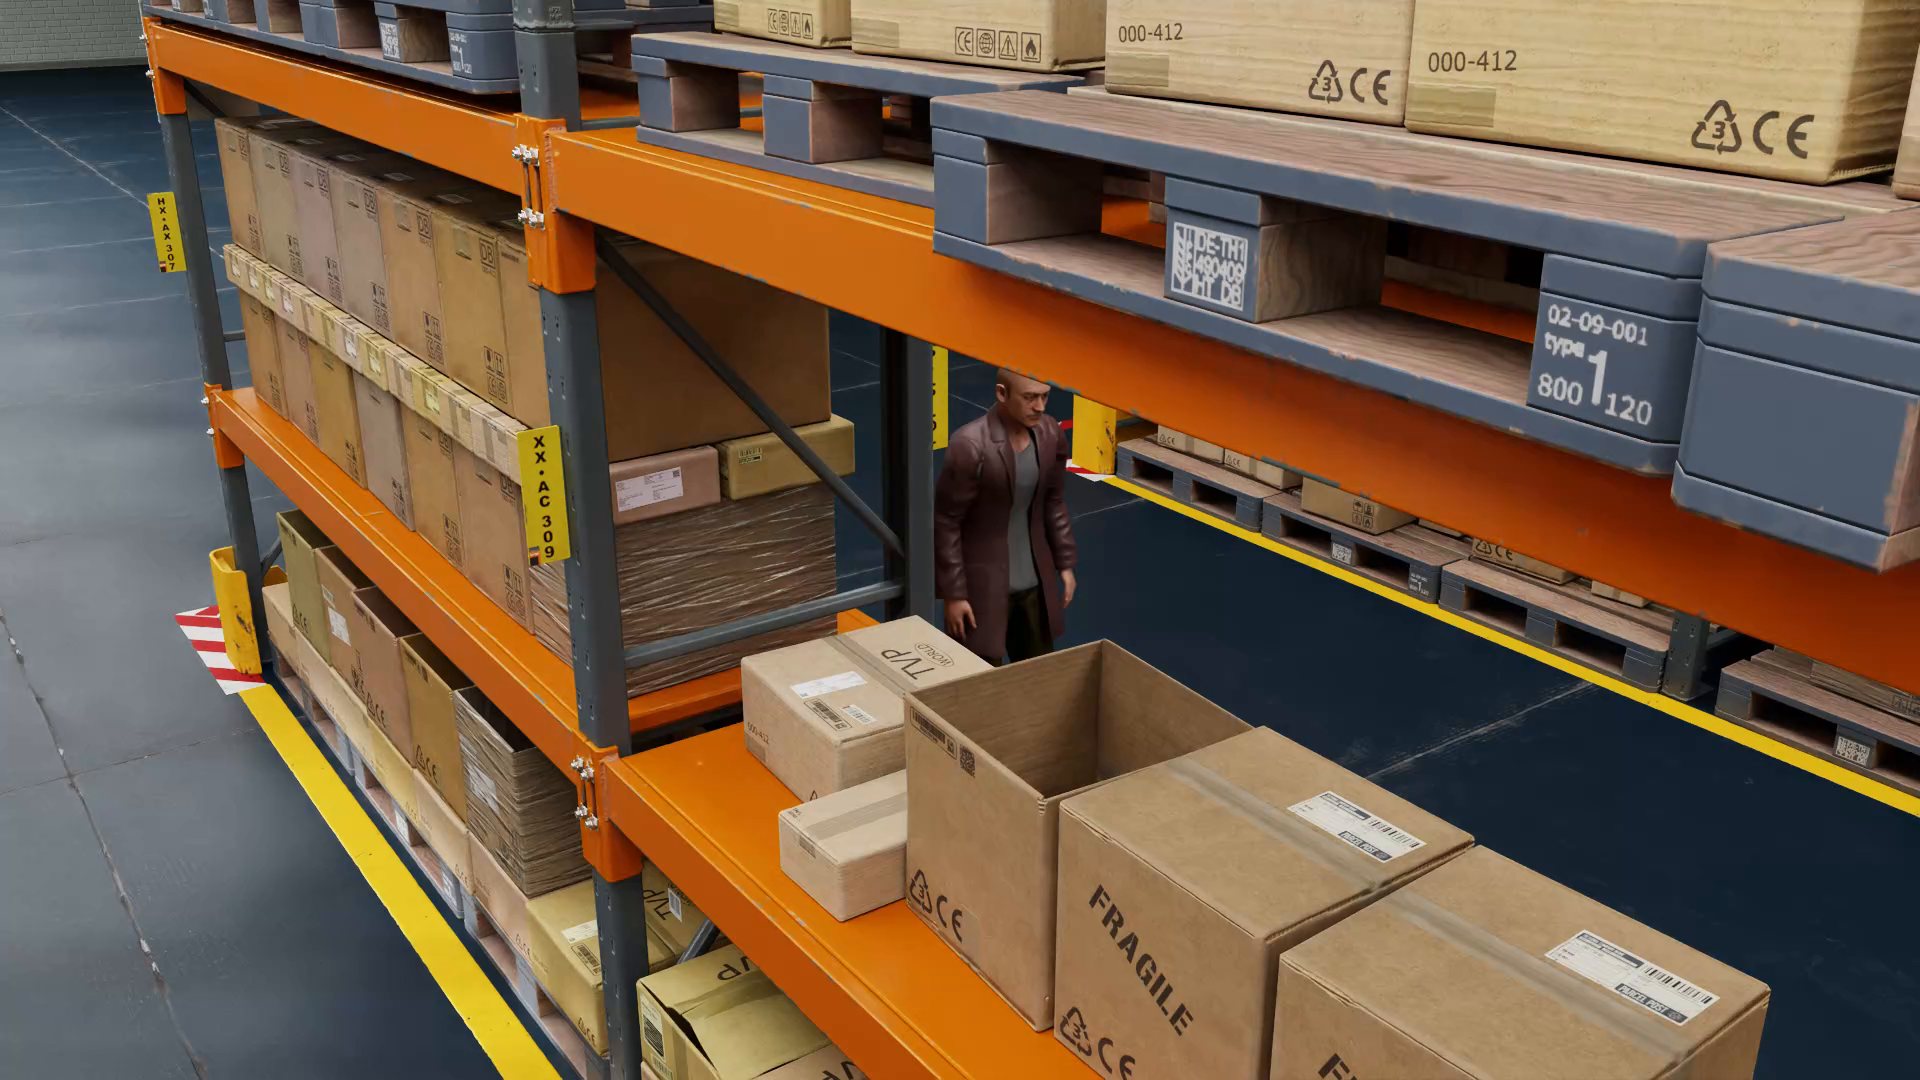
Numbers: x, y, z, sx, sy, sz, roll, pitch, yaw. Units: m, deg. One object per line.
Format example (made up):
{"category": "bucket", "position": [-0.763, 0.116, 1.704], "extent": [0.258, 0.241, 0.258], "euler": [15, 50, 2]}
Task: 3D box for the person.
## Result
{"category": "person", "position": [0.172, 0.162, 6.182], "extent": [0.654, 1.774, 0.416], "euler": [-15, 26, -34]}
